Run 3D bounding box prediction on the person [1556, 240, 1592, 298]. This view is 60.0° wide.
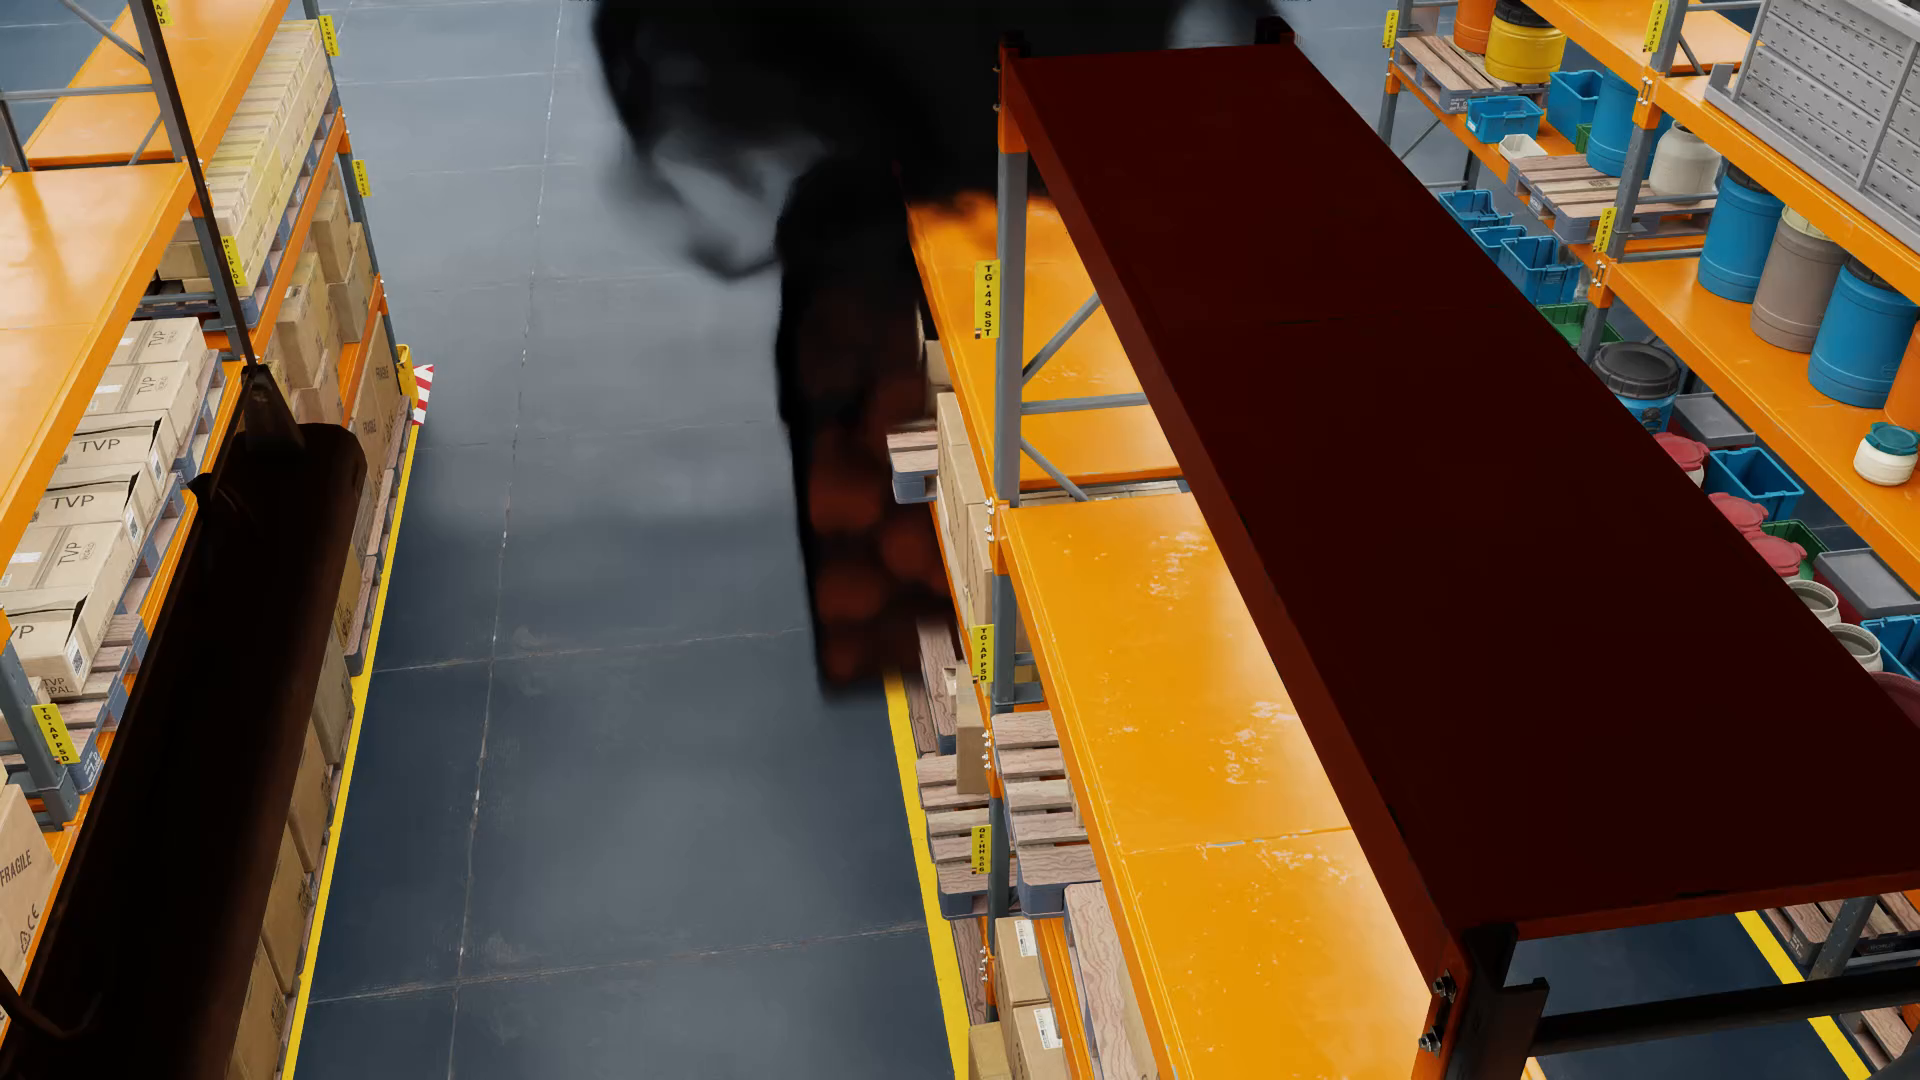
[{"bbox_3d":[5.827,-3.135,15.770,0.641,1.874,0.757,-30,46,-34],"label":"person"}]

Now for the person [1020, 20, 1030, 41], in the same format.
[{"bbox_3d":[0.832,-5.186,19.149,0.643,1.598,0.582,14,39,19],"label":"person"}]
